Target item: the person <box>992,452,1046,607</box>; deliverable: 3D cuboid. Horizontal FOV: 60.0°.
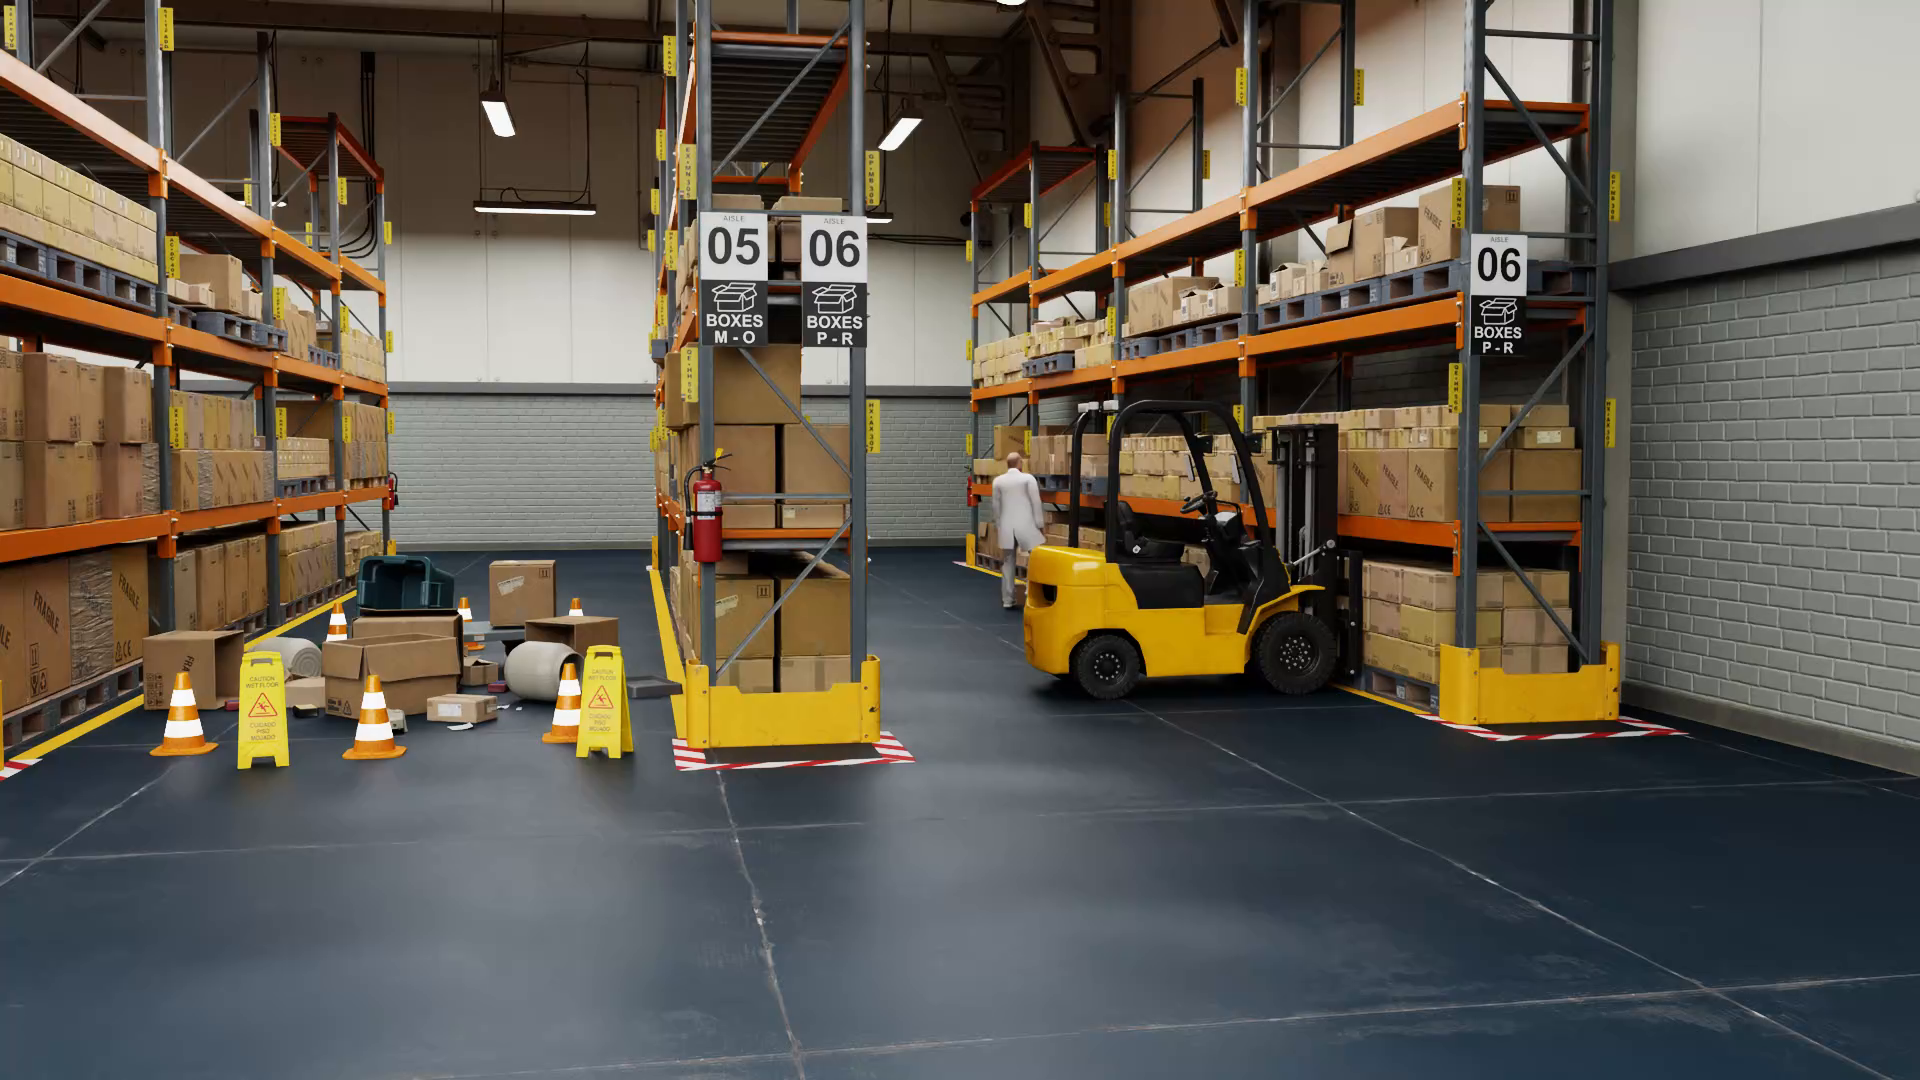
[{"bbox_3d":[0.711,-0.096,19.036,0.684,1.815,0.414,1,3,19],"label":"person"}]
